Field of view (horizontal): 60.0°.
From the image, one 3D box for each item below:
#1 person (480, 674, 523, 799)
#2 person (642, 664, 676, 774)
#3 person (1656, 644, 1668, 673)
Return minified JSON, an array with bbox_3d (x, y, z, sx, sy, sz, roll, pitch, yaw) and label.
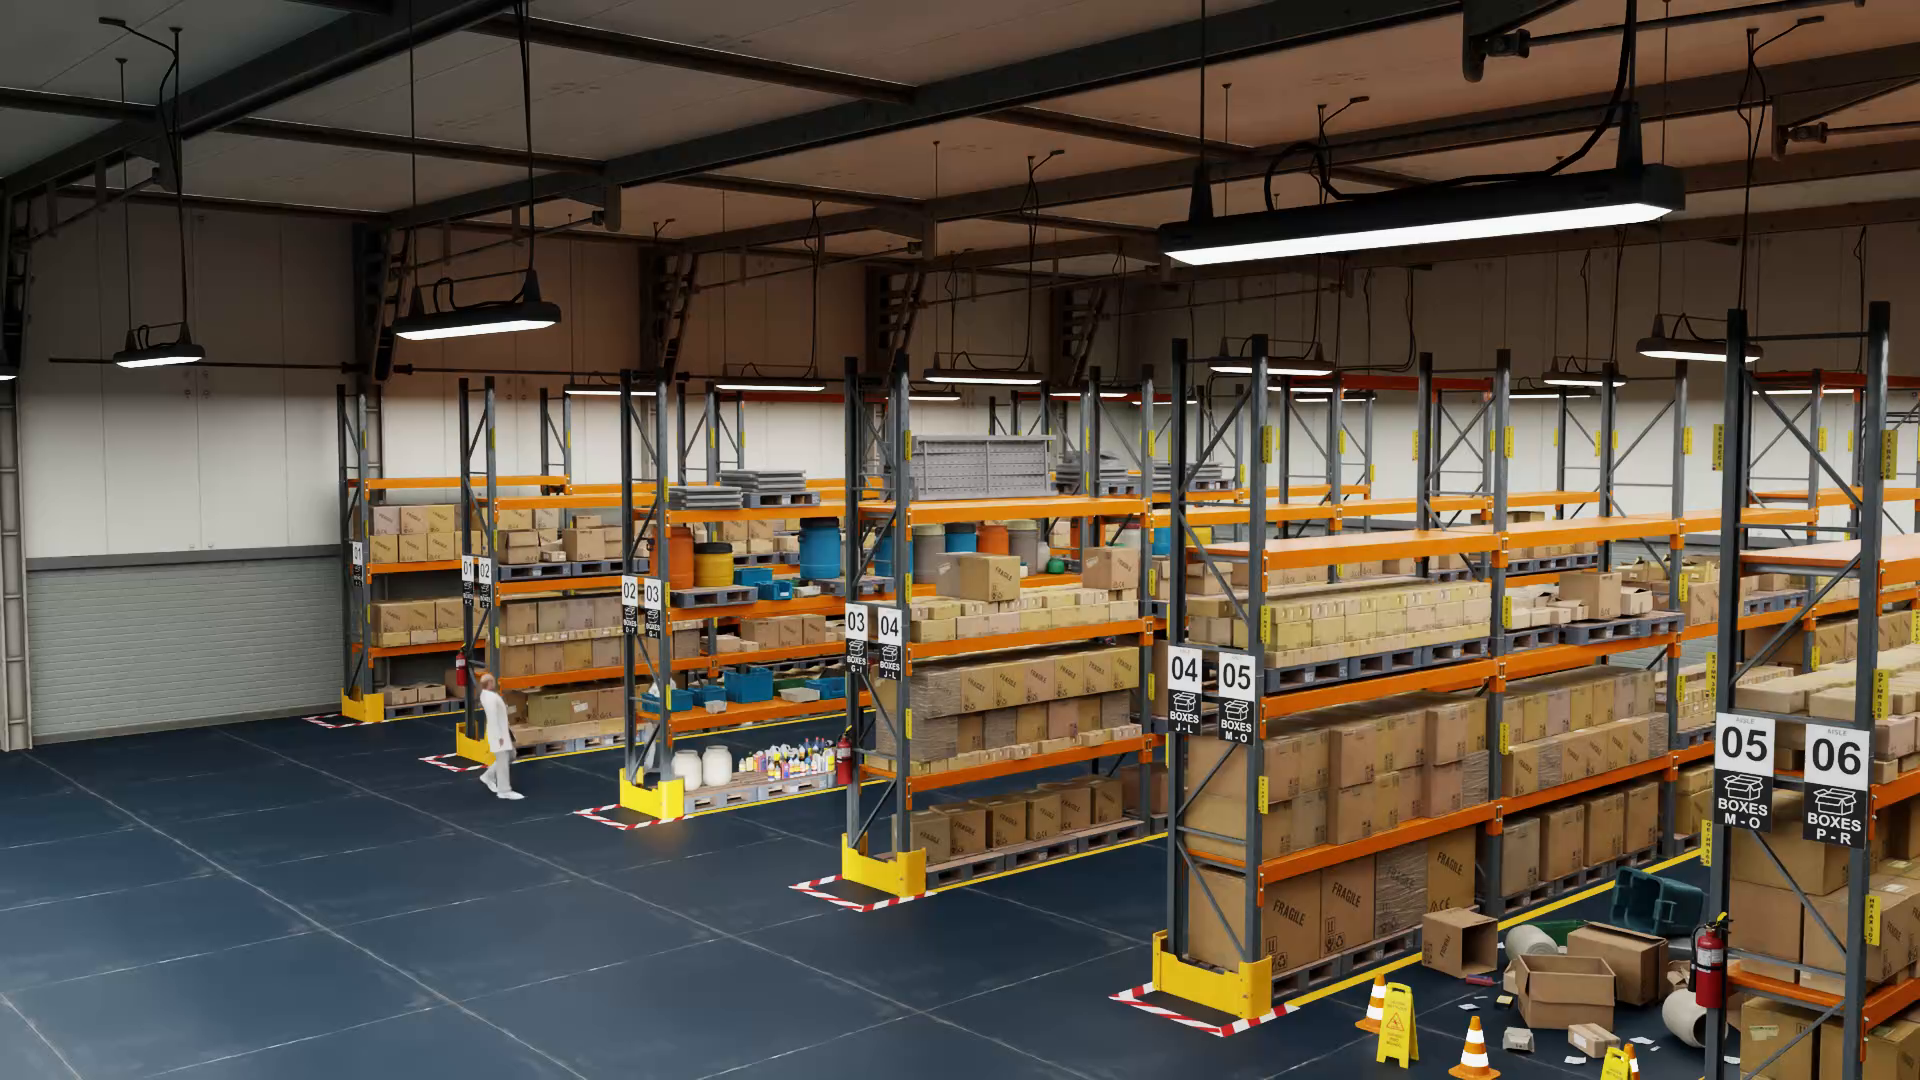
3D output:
[{"bbox_3d":[-6.492,2.757,23.493,0.652,1.770,0.654,0,4,-6],"label":"person"},{"bbox_3d":[-4.563,2.697,25.074,0.441,1.695,0.614,2,4,33],"label":"person"},{"bbox_3d":[13.723,2.255,32.178,0.751,1.586,0.421,1,4,15],"label":"person"}]
